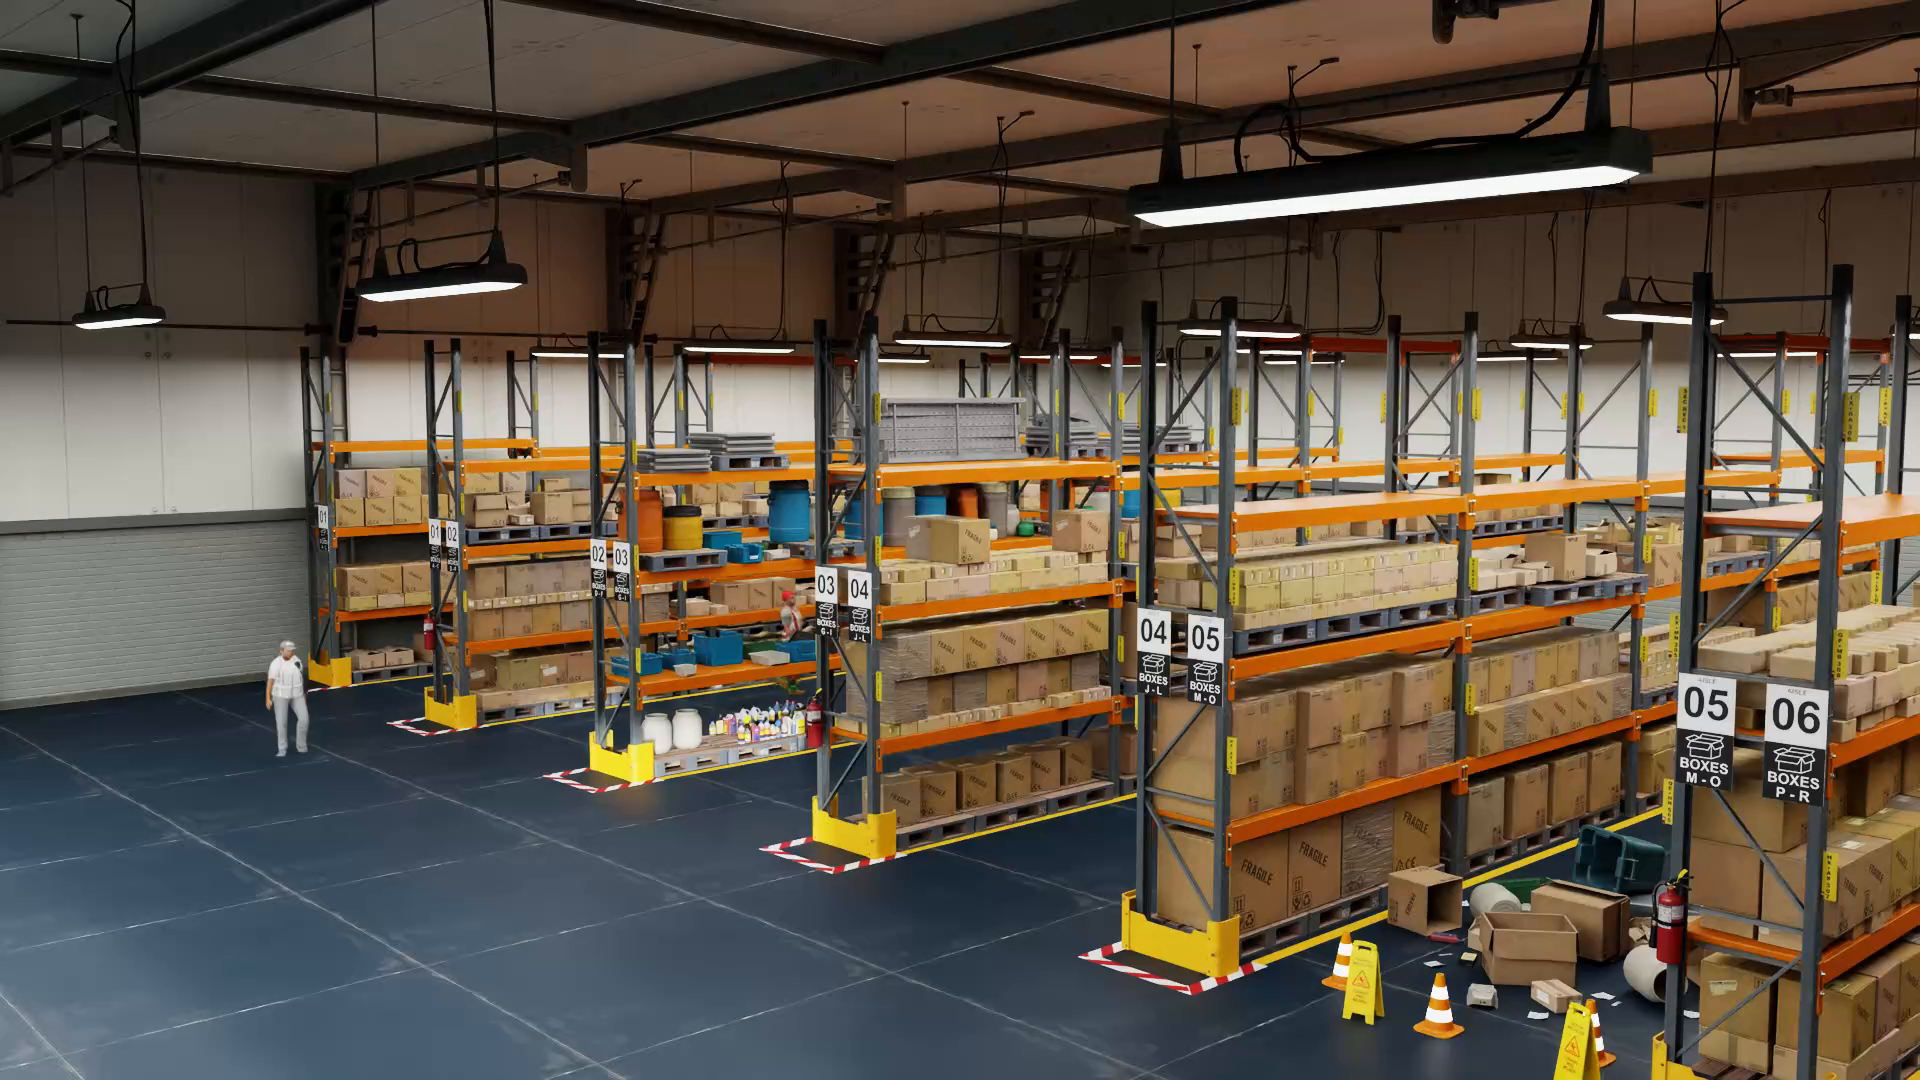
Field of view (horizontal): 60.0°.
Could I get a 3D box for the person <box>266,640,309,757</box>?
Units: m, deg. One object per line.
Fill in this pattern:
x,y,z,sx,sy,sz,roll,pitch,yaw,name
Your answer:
-9.647,2.284,23.820,0.596,1.710,0.447,-4,7,-40,person

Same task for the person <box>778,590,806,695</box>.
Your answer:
-2.834,1.731,28.097,0.497,1.776,0.568,-1,5,-6,person

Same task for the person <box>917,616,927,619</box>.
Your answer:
-0.865,1.776,28.112,0.697,1.758,0.599,0,5,1,person
